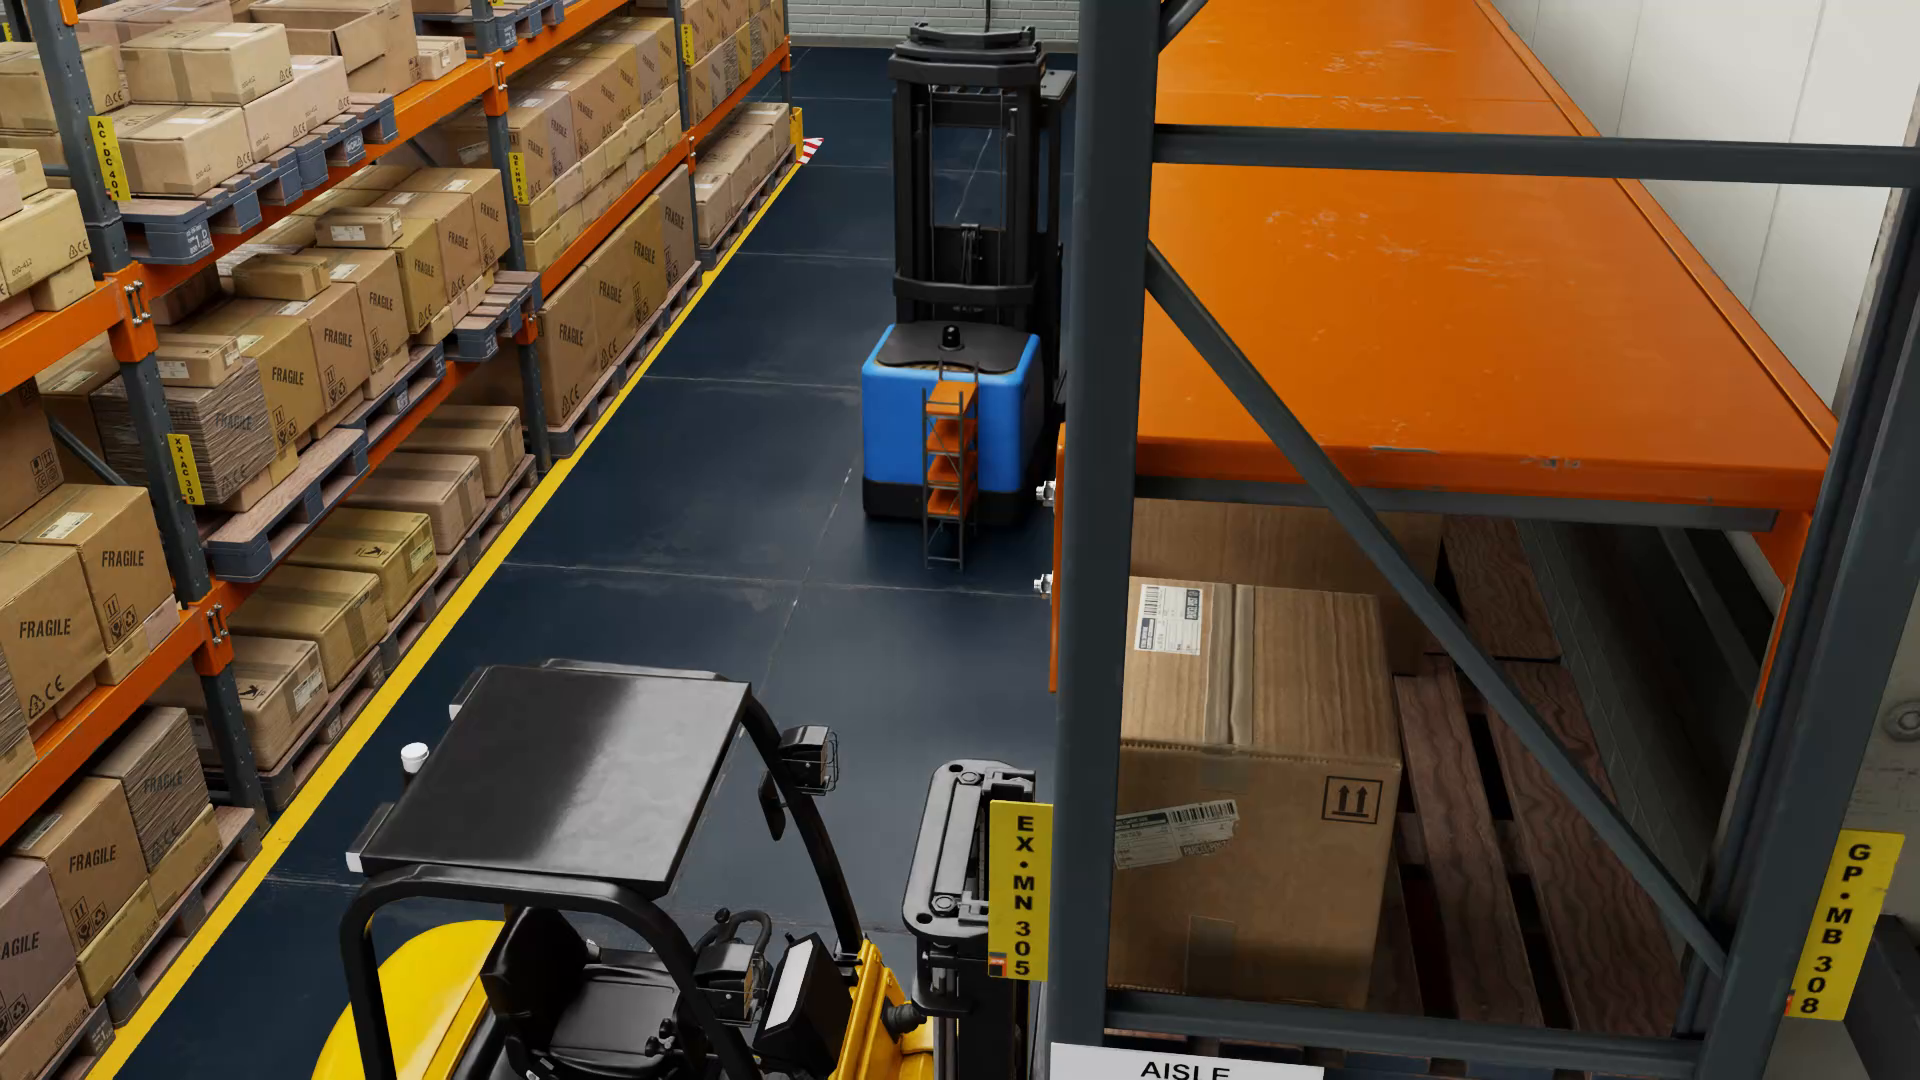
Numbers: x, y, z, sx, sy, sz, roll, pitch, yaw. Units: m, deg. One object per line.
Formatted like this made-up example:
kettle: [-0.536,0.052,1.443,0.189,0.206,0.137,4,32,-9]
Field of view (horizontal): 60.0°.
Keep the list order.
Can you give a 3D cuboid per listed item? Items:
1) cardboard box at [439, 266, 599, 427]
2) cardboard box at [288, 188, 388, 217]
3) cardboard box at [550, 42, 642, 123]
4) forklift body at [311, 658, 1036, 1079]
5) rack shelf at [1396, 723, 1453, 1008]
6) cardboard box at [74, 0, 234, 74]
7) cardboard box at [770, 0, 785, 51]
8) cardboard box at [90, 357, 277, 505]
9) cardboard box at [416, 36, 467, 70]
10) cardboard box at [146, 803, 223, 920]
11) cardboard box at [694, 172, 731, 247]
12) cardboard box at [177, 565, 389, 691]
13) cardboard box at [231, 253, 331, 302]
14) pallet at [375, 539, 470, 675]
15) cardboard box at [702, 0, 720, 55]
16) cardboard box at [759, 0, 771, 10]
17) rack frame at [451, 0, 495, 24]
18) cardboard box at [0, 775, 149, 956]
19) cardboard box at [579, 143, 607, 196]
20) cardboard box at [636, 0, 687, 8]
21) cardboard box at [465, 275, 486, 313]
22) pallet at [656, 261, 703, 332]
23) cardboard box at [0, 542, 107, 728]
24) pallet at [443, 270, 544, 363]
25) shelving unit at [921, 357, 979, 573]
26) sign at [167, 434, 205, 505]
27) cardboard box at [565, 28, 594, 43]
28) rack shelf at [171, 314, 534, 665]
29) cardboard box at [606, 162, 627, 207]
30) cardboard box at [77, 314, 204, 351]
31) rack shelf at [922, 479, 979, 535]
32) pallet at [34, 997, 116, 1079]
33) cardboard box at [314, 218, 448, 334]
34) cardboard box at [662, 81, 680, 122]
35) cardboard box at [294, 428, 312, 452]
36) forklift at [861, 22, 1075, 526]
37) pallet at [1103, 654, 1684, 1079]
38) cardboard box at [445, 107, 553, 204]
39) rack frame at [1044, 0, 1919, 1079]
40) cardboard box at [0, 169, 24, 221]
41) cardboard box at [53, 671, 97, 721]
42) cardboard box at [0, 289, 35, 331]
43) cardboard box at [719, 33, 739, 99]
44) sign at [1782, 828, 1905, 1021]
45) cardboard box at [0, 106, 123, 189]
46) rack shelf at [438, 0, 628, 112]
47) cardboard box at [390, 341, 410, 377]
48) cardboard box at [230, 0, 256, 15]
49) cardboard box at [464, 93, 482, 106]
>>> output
cardboard box: [-3.151,-1.395,11.767,0.875,0.875,0.875,3,28,6]
cardboard box: [-3.659,-1.741,9.750,0.500,0.500,0.500,5,29,9]
cardboard box: [-2.771,-3.486,12.691,0.500,0.500,0.500,4,29,8]
forklift body: [-0.950,1.602,5.301,2.313,2.155,1.214,3,28,6]
rack shelf: [0.874,0.282,4.453,1.077,0.370,4.000,3,28,6]
cardboard box: [-3.760,-2.364,7.793,0.500,0.250,0.500,4,29,7]
cardboard box: [-2.134,-5.393,17.284,0.500,0.500,0.500,4,29,6]
cardboard box: [-3.466,-0.507,7.458,0.500,0.500,0.500,4,29,7]
cardboard box: [-3.148,-2.875,9.818,0.380,0.149,0.250,3,28,6]
cardboard box: [-3.614,1.377,7.280,0.500,0.250,0.500,5,29,9]
cardboard box: [-2.644,-3.055,15.308,0.875,0.438,0.875,3,28,5]
cardboard box: [-3.661,0.444,8.884,0.950,0.372,0.625,5,29,9]
cardboard box: [-3.368,-1.306,8.258,0.380,0.149,0.250,5,29,9]
pallet: [-3.567,0.343,9.684,1.003,0.211,1.213,3,28,6]
cardboard box: [-2.461,-4.640,14.833,0.500,0.500,0.500,3,28,6]
cardboard box: [-2.195,-5.587,16.590,0.500,0.500,0.500,3,29,6]
rack frame: [-3.318,-4.467,9.345,1.000,3.000,0.127,3,28,6]
cardboard box: [-3.675,1.286,6.657,0.500,0.500,0.500,4,29,7]
cardboard box: [-2.873,-2.681,11.987,0.500,0.250,0.500,3,28,6]
cardboard box: [-2.531,-4.612,14.096,0.380,0.149,0.250,3,28,5]
cardboard box: [-3.072,-1.480,9.949,0.380,0.149,0.250,3,28,6]
pallet: [-2.847,-2.113,14.242,1.003,0.211,1.213,3,28,6]
cardboard box: [-3.672,0.349,6.313,0.500,0.500,0.500,4,29,8]
pallet: [-3.299,-1.399,10.179,1.213,0.211,1.003,3,28,6]
shelving unit: [-0.055,-0.453,10.118,0.258,1.200,0.503,5,29,10]
sign: [-3.268,-0.296,7.016,0.100,0.325,0.005,3,28,6]
cardboard box: [-3.202,-3.761,13.201,0.500,0.500,0.500,3,28,6]
rack shelf: [-3.563,-0.567,9.191,1.077,0.370,4.000,3,28,6]
cardboard box: [-2.836,-2.697,12.544,0.500,0.250,0.500,3,28,6]
cardboard box: [-3.920,-0.767,7.941,0.500,0.500,0.500,4,29,6]
rack shelf: [-0.055,-0.219,10.244,0.258,0.148,0.480,5,29,10]
pallet: [-4.002,2.179,6.275,1.003,0.211,1.213,3,28,6]
cardboard box: [-3.211,-1.474,9.253,0.500,0.500,0.500,1,28,3]
cardboard box: [-2.640,-3.641,13.768,0.500,0.250,0.500,3,28,6]
cardboard box: [-3.428,-0.514,8.155,0.380,0.149,0.250,5,29,9]
forklift: [0.155,-2.056,11.267,1.130,2.935,3.031,5,29,10]
pallet: [0.741,0.614,3.170,1.003,0.211,1.213,3,28,6]
cardboard box: [-3.015,-2.528,10.912,0.500,0.500,0.500,2,28,5]
rack frame: [0.629,-0.414,1.823,1.000,3.000,0.127,3,28,6]
cardboard box: [-3.586,-1.215,5.896,0.380,0.149,0.250,3,28,5]
cardboard box: [-3.678,0.573,6.581,0.380,0.149,0.250,3,29,6]
cardboard box: [-3.662,-0.873,6.102,0.380,0.149,0.250,4,29,7]
cardboard box: [-2.377,-4.428,15.494,0.500,0.500,0.500,4,29,7]
sign: [1.179,0.522,2.243,0.100,0.325,0.005,3,28,6]
cardboard box: [-3.880,-1.665,7.024,0.500,0.250,0.500,3,28,5]
rack shelf: [-3.073,-3.771,11.975,1.077,0.370,4.000,3,28,6]
cardboard box: [-3.236,-0.998,9.054,0.380,0.149,0.250,2,28,5]
cardboard box: [-7.254,-5.064,16.361,0.500,0.500,0.500,5,29,9]
cardboard box: [-3.459,-2.810,11.436,0.500,0.500,0.500,4,29,7]
